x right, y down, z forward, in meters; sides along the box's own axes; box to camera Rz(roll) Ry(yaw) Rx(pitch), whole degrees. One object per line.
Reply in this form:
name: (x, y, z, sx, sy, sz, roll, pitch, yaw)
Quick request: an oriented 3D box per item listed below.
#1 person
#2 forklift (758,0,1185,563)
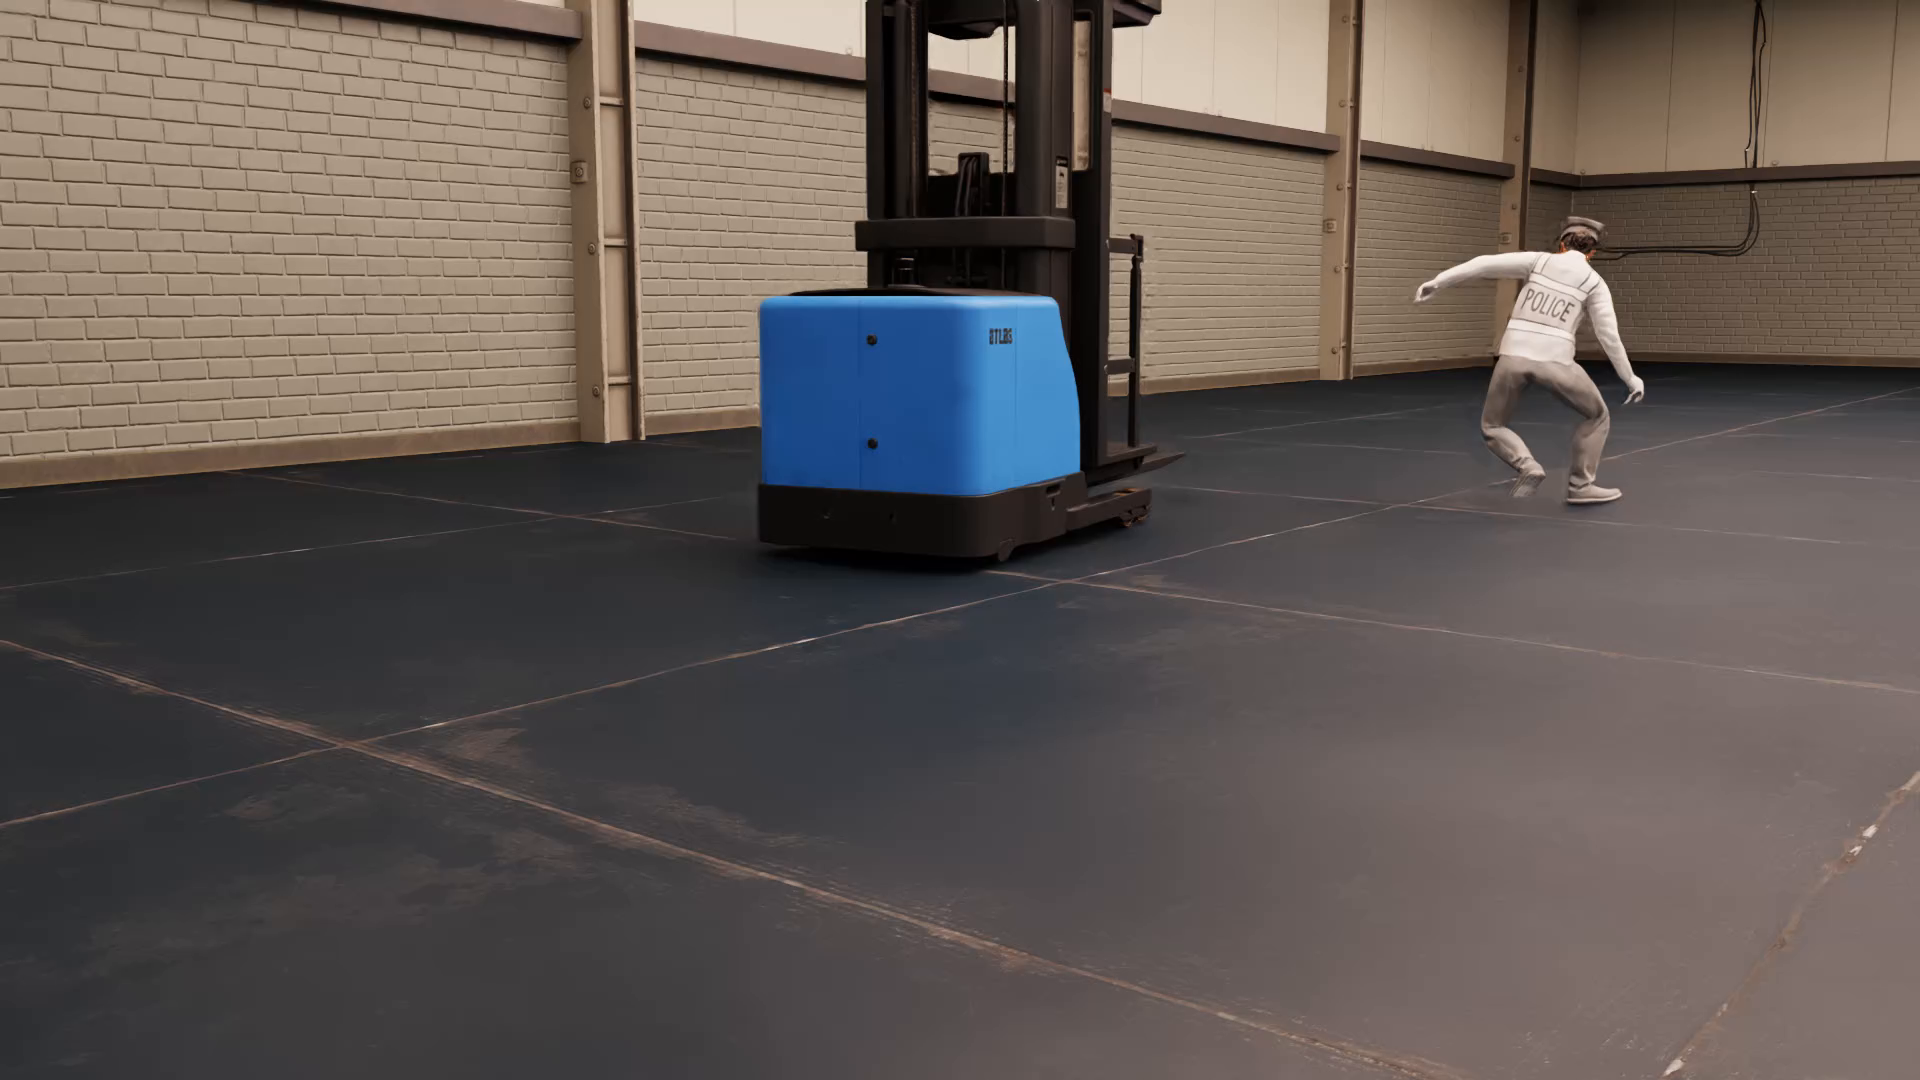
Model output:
person: (2.914, -0.910, 8.510, 1.092, 1.468, 0.694, 4, 9, 28)
forklift: (0.269, -1.535, 7.770, 1.130, 2.935, 3.031, 4, 9, 26)
